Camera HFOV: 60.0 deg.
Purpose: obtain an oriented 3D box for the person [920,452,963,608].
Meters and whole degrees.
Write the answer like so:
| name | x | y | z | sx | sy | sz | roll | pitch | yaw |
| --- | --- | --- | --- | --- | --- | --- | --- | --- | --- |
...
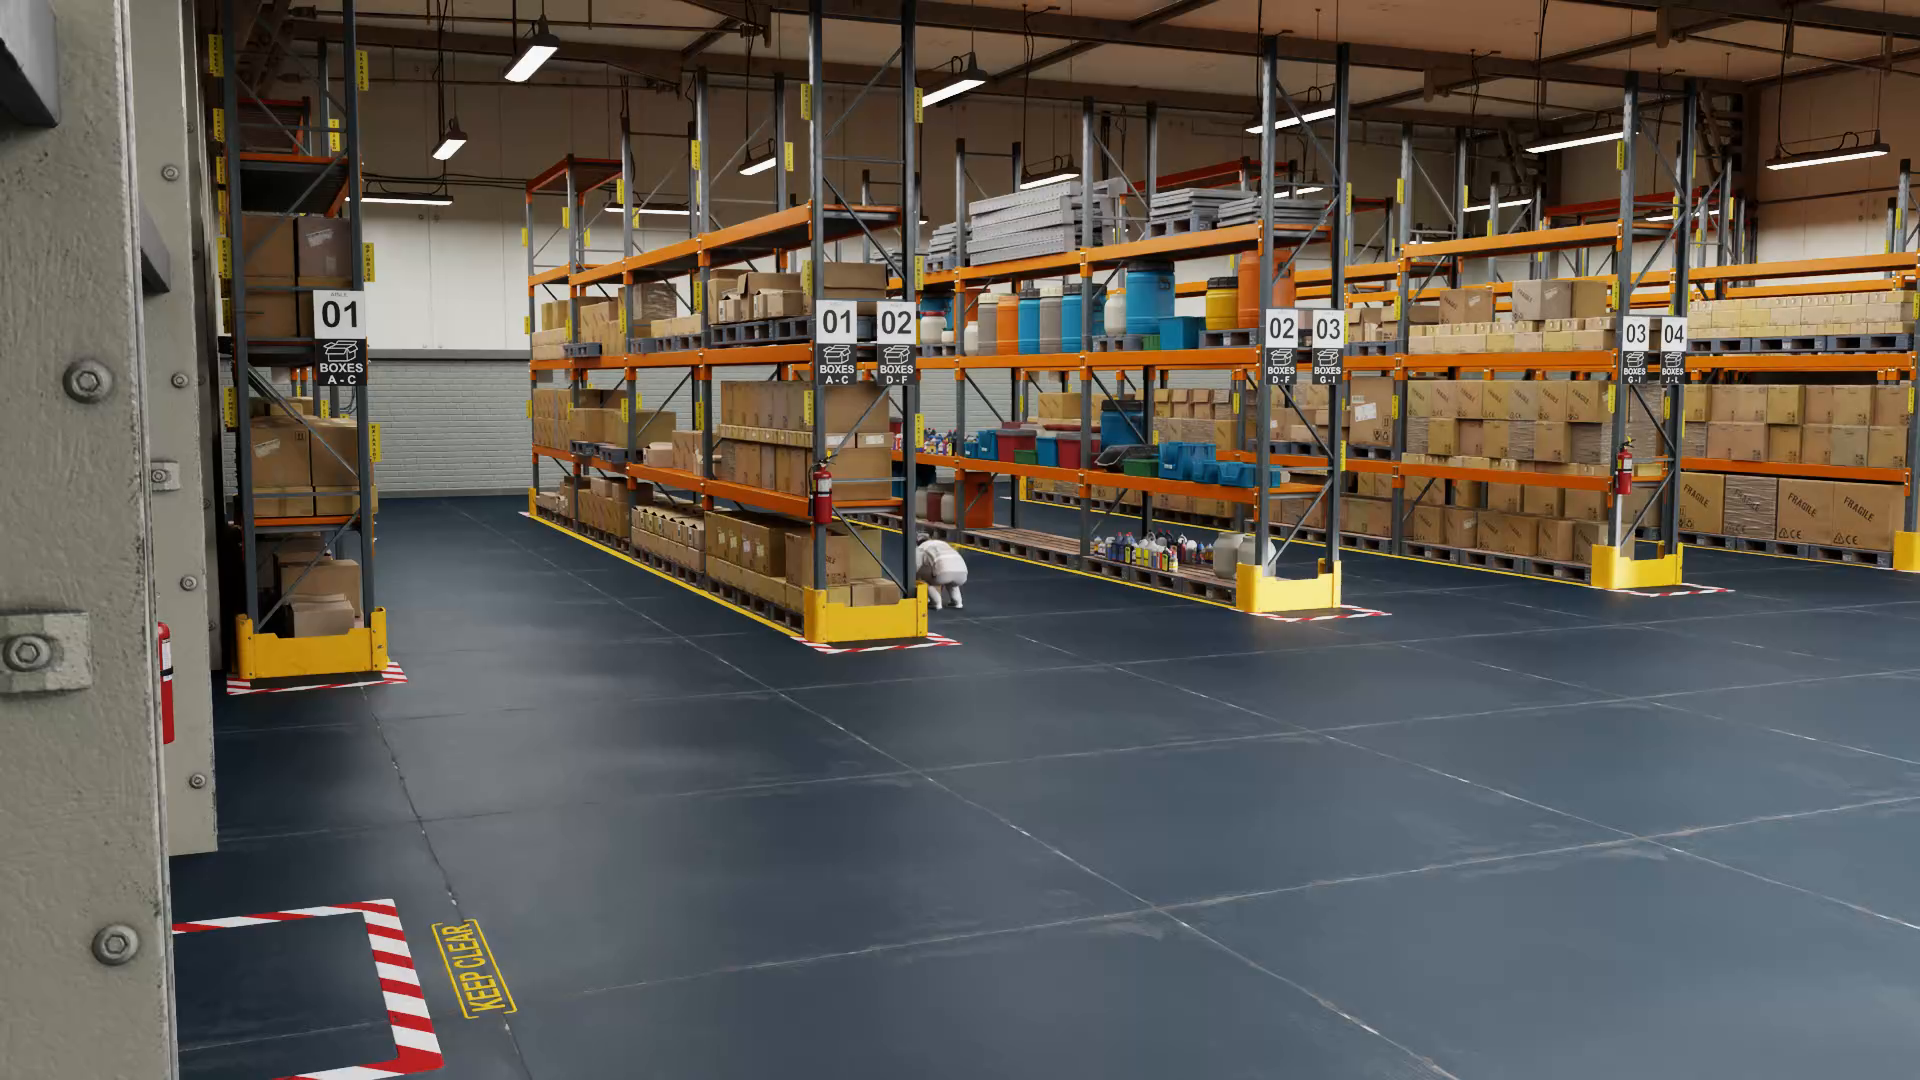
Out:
| name | x | y | z | sx | sy | sz | roll | pitch | yaw |
| --- | --- | --- | --- | --- | --- | --- | --- | --- | --- |
| person | -0.206 | -0.104 | 17.979 | 0.424 | 1.691 | 0.521 | -3 | 6 | -25 |
